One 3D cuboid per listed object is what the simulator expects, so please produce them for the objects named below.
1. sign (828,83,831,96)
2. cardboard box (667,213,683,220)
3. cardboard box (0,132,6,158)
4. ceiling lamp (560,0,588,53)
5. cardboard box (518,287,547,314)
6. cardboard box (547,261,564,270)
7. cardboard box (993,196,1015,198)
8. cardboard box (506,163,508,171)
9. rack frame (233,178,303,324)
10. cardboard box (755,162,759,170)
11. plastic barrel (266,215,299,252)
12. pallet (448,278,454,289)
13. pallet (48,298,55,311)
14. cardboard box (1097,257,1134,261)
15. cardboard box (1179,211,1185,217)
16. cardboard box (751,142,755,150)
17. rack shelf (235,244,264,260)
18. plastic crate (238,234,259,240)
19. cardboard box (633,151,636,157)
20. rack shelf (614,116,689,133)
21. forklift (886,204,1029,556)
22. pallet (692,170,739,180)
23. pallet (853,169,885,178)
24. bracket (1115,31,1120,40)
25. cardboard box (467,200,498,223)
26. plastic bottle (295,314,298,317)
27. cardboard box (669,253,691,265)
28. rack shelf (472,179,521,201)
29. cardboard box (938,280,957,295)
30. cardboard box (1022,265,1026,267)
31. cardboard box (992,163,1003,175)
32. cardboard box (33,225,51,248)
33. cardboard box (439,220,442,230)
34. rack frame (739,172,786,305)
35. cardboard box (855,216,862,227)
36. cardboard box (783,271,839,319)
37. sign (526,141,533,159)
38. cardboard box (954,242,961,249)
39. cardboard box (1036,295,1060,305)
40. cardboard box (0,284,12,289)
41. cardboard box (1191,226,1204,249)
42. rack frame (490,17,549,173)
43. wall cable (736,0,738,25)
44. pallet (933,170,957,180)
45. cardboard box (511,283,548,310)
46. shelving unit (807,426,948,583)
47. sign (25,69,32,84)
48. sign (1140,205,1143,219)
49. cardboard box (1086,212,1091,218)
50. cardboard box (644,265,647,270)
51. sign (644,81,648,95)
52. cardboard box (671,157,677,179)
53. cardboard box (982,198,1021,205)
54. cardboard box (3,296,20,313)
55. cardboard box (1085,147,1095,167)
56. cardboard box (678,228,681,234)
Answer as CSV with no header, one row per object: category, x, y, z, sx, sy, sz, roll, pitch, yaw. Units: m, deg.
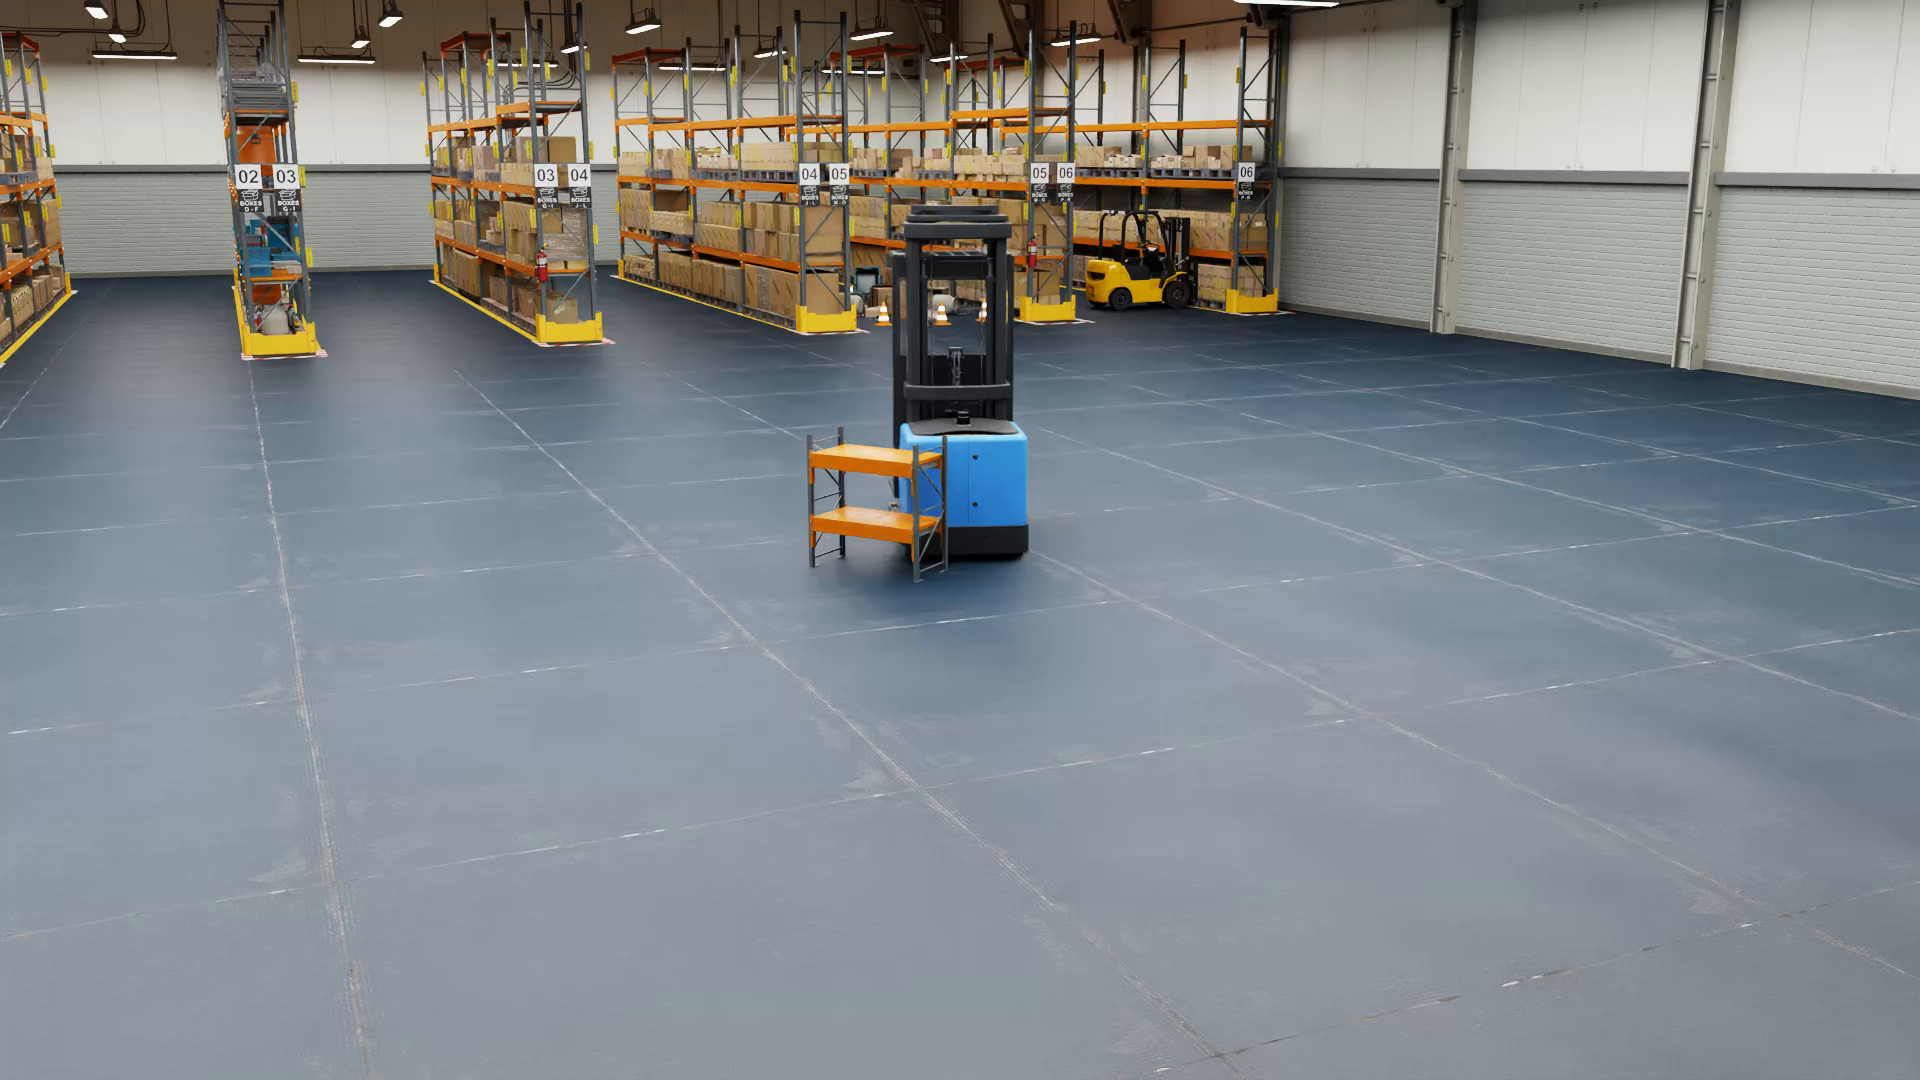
sign,-3.460,-11.939,44.073,0.100,0.325,0.005,-6,14,-23
cardboard box,-6.967,-7.934,40.803,0.380,0.149,0.250,-5,14,-20
cardboard box,-19.667,-8.001,33.696,0.500,0.500,0.500,-6,14,-23
ceiling lamp,-9.163,-13.477,40.196,0.800,3.185,2.000,-6,14,-23
cardboard box,-8.694,-4.881,33.921,0.500,0.500,0.500,-6,14,-25
cardboard box,-7.519,-5.072,30.690,0.380,0.149,0.250,-6,14,-23
cardboard box,1.252,-9.747,48.340,0.500,0.500,0.500,-6,14,-25
cardboard box,-8.801,-7.420,33.071,0.380,0.149,0.250,-6,14,-26
rack frame,-13.356,-5.533,32.126,1.000,3.000,0.127,-6,14,-23
cardboard box,-3.989,-7.684,34.171,0.380,0.149,0.250,-6,14,-24
plastic barrel,-13.233,-5.885,32.532,0.600,0.901,0.708,-6,14,-23
pallet,-12.748,-6.692,43.315,1.003,0.211,1.213,-6,14,-23
pallet,-20.740,-5.216,36.941,1.003,0.211,1.213,-6,14,-23
cardboard box,3.983,-6.796,41.915,0.875,0.625,0.625,-6,14,-25
cardboard box,5.254,-7.483,38.229,0.380,0.149,0.250,-6,14,-23
cardboard box,-4.092,-8.125,34.308,0.380,0.149,0.250,-6,14,-24
rack shelf,-15.759,-6.423,37.563,1.077,0.370,4.000,-6,14,-23
plastic crate,-14.591,-6.030,34.127,0.402,0.464,0.583,-6,14,-23
cardboard box,-8.475,-10.242,44.158,0.380,0.149,0.250,-6,14,-24
rack shelf,-8.238,-11.045,44.236,1.077,0.370,4.000,-6,14,-23
forklift,-0.092,-1.576,15.180,1.130,2.935,3.031,-1,13,-6
pallet,-5.528,-8.475,38.604,1.213,0.211,1.003,-5,14,-20
pallet,-2.097,-9.431,42.731,1.003,0.211,1.213,-5,14,-20
bracket,4.063,-12.694,41.775,0.235,0.232,0.430,-6,14,-23
cardboard box,-11.231,-7.770,39.343,0.797,0.503,0.637,-5,14,-21
plastic bottle,-12.268,-4.049,30.761,0.061,0.283,0.133,-5,14,-22
cardboard box,-6.967,-7.021,41.501,0.500,0.250,0.500,-5,14,-21
rack shelf,-9.619,-7.505,35.587,1.077,0.370,4.000,-6,14,-23
cardboard box,0.050,-5.908,38.642,0.950,0.372,0.625,-5,14,-22
cardboard box,2.010,-7.632,45.804,0.500,0.500,0.500,-6,14,-25
cardboard box,1.000,-7.875,35.263,0.500,0.250,0.500,-5,14,-21
cardboard box,-21.055,-6.918,37.887,0.500,0.500,0.500,-5,14,-21
cardboard box,-13.267,-8.197,43.309,0.500,0.250,0.500,-6,14,-25
rack frame,-4.232,-6.408,35.904,1.000,3.000,0.127,-6,14,-23
cardboard box,-2.407,-8.267,43.159,0.500,0.250,0.500,-6,14,-25
cardboard box,-2.962,-4.885,33.105,0.875,0.875,0.875,-6,14,-23
sign,-7.732,-7.001,29.851,0.100,0.325,0.005,-6,14,-23
cardboard box,0.095,-6.659,37.548,0.380,0.149,0.250,-6,14,-23
cardboard box,1.795,-5.106,35.446,0.500,0.250,0.500,-6,14,-23
cardboard box,-20.088,-5.082,34.742,0.500,0.500,0.500,-5,14,-21
cardboard box,5.569,-6.839,37.546,0.500,0.500,0.500,-6,14,-24
rack frame,-8.818,-8.904,33.382,1.000,3.000,0.127,-6,14,-23
wall cable,-8.040,-16.547,51.774,2.355,3.000,0.029,-6,14,-23
pallet,0.113,-8.383,38.202,1.213,0.211,1.003,-6,14,-23
cardboard box,-9.044,-5.106,34.848,0.700,0.500,0.500,-7,15,-27
shelving unit,-0.679,-0.308,13.704,1.048,1.125,0.538,7,15,29
sign,-20.594,-10.246,36.760,0.100,0.325,0.005,-6,14,-23
sign,4.316,-7.799,39.525,0.100,0.325,0.005,-6,14,-23
cardboard box,3.415,-8.265,42.268,0.380,0.149,0.250,-5,14,-22
cardboard box,-8.228,-7.278,44.394,0.380,0.149,0.250,-5,14,-22
sign,-7.942,-11.432,42.060,0.100,0.325,0.005,-6,14,-23
cardboard box,-6.705,-9.045,40.425,0.500,0.500,0.500,-6,14,-23
cardboard box,0.893,-7.133,35.938,0.700,0.500,0.500,-6,14,-23
cardboard box,-18.029,-4.437,31.311,0.500,0.311,0.500,-6,14,-24
cardboard box,3.567,-9.648,41.876,0.700,0.500,0.500,-6,14,-24
cardboard box,-6.551,-7.428,39.939,0.380,0.149,0.250,-6,14,-23
